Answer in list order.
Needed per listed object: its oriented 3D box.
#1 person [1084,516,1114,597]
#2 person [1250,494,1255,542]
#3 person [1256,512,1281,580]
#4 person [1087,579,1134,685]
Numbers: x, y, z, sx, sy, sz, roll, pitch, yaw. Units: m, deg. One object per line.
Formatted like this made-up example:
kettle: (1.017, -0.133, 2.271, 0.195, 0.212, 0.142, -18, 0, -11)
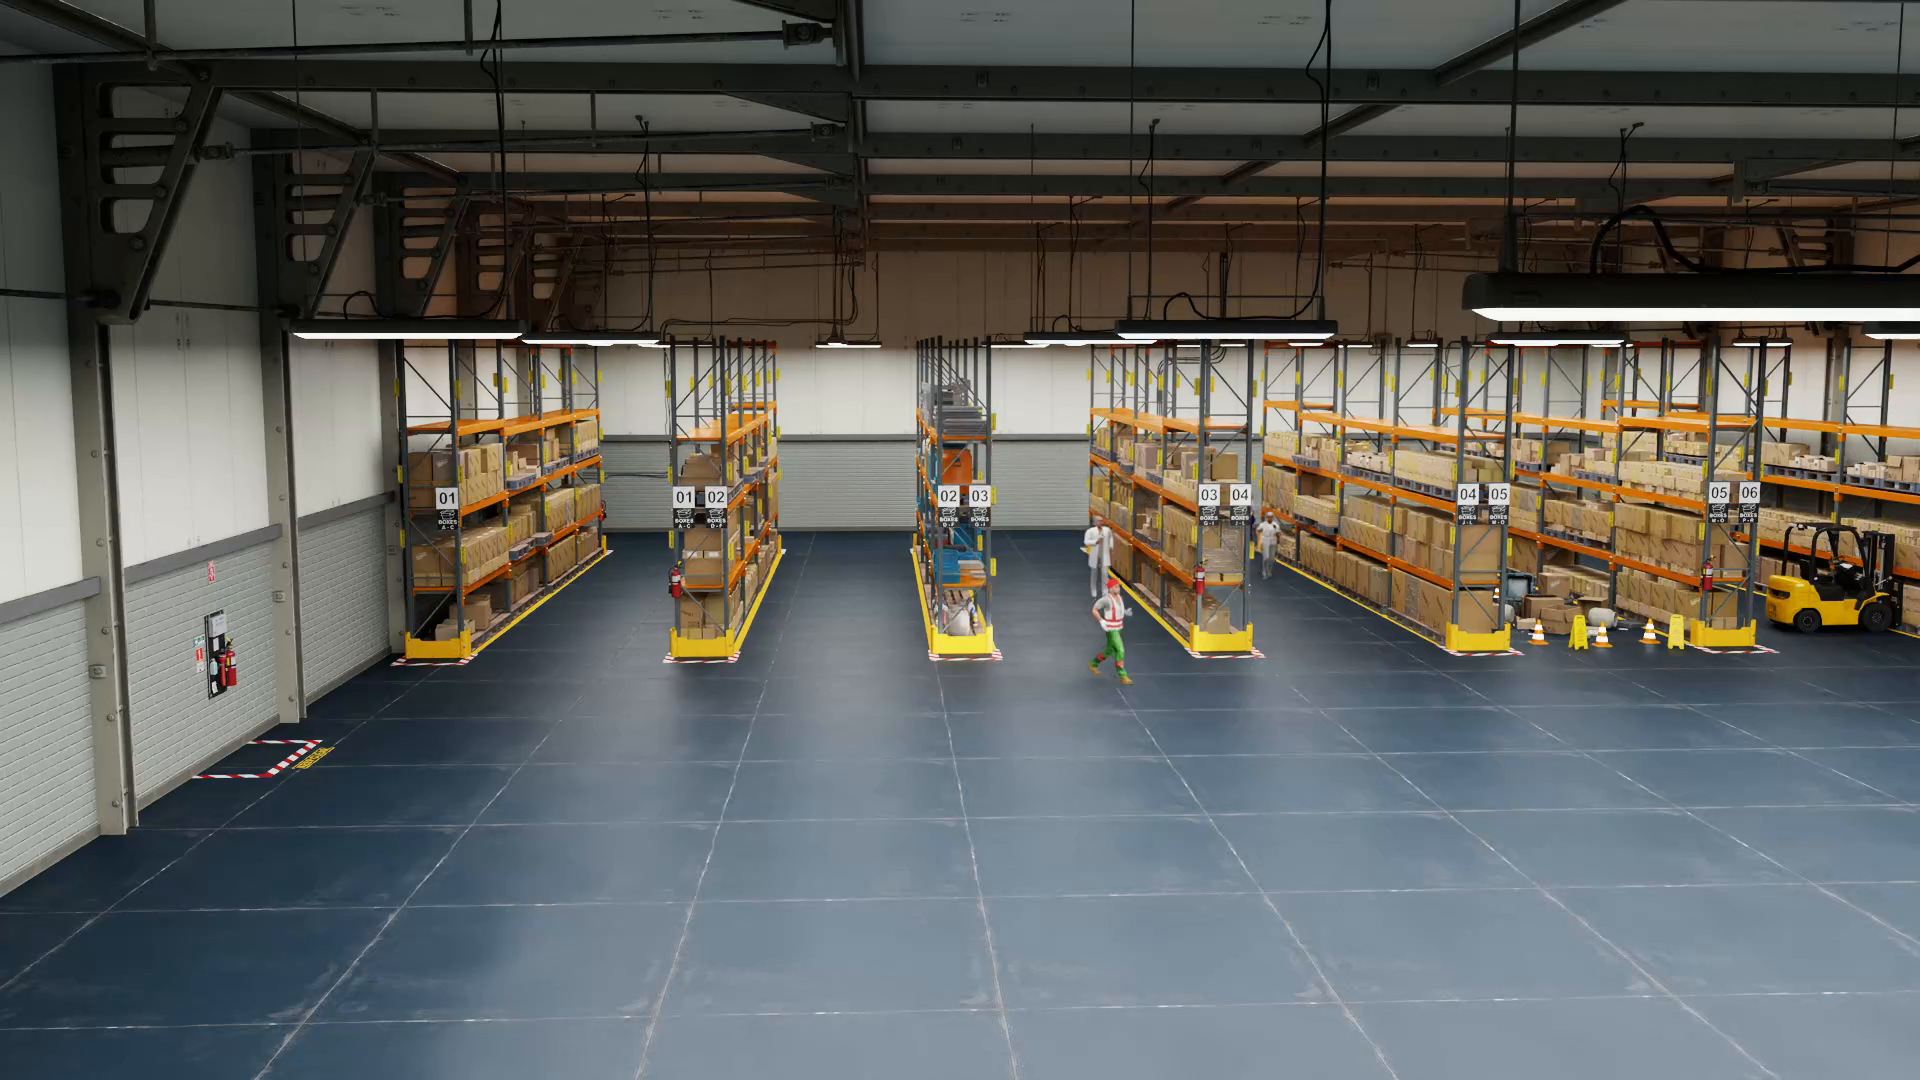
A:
person: (3.053, 0.390, 36.484, 0.684, 1.841, 0.889, -1, 7, -5)
person: (8.515, -0.629, 49.172, 0.536, 1.556, 0.713, -1, 7, -12)
person: (7.781, 0.152, 41.876, 0.577, 1.725, 0.726, -1, 7, -5)
person: (2.649, 1.560, 28.808, 0.897, 1.804, 0.633, 4, 8, 33)
